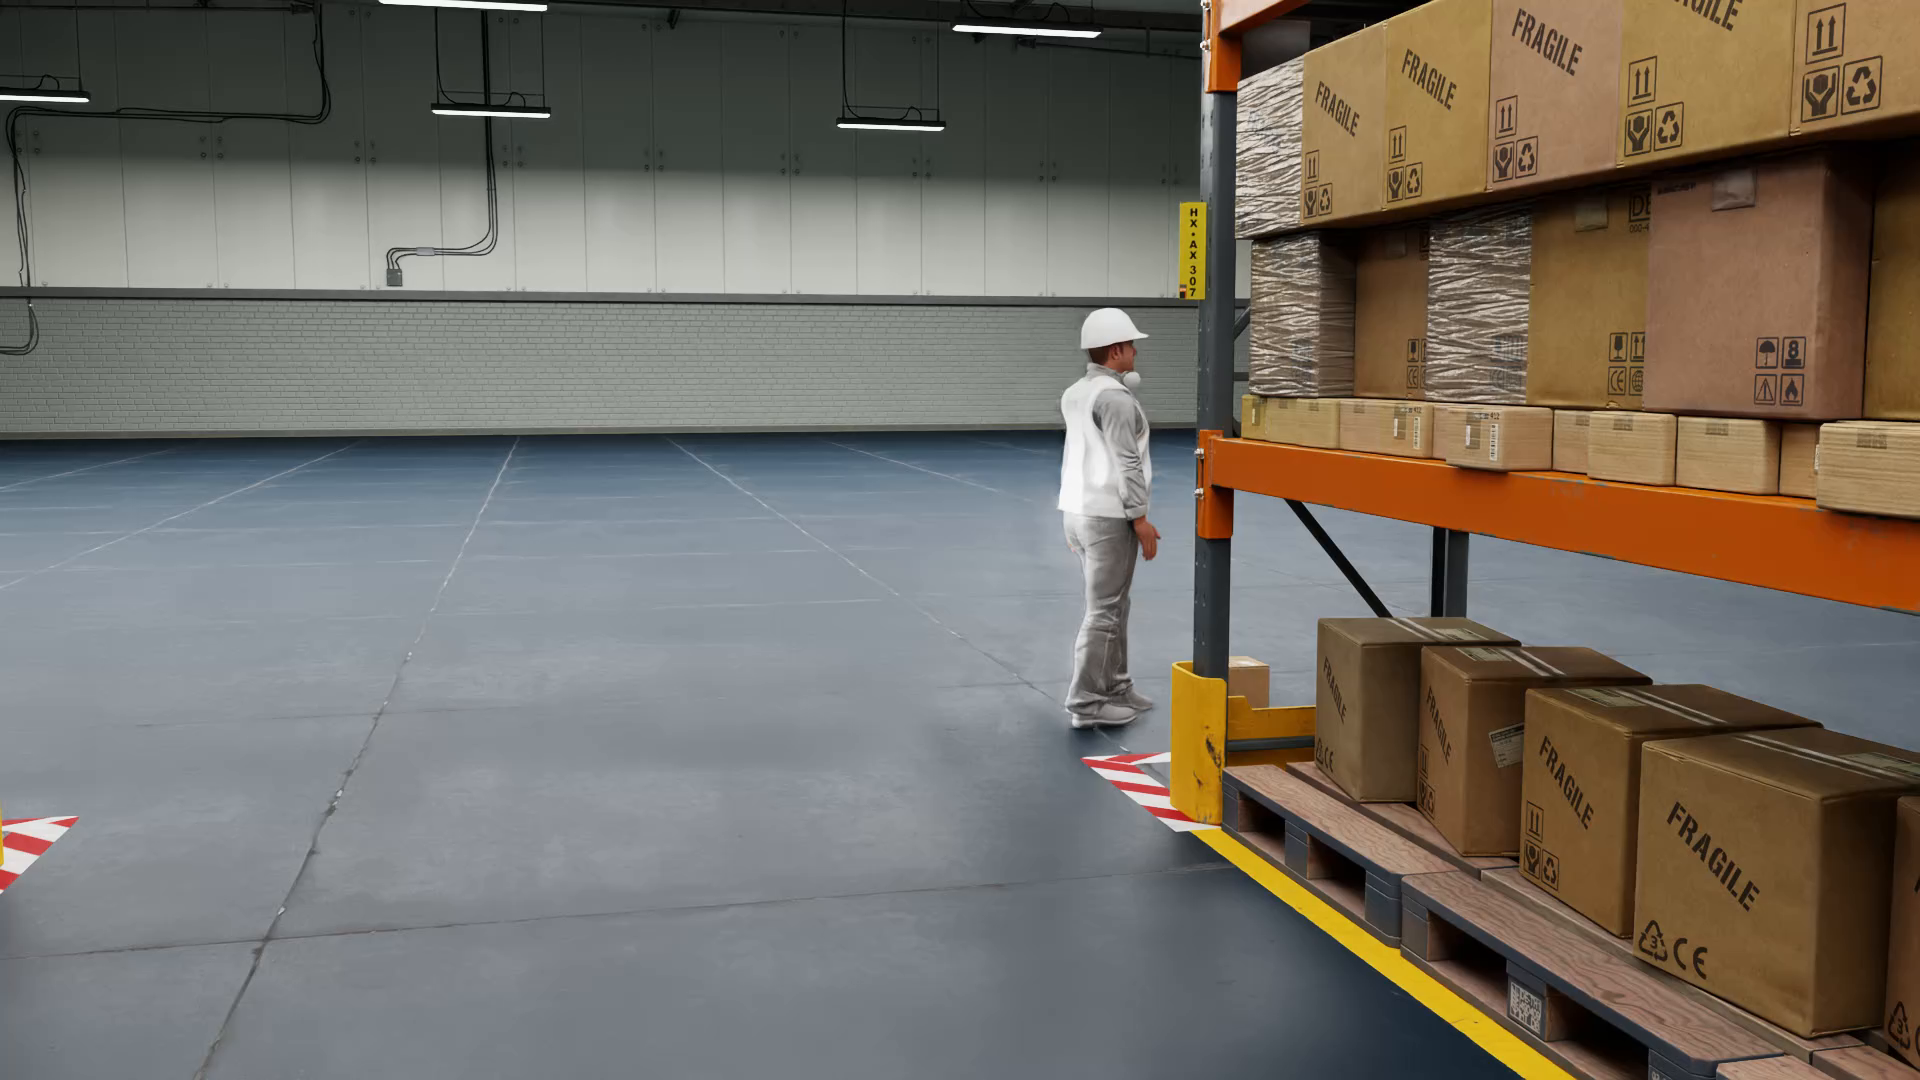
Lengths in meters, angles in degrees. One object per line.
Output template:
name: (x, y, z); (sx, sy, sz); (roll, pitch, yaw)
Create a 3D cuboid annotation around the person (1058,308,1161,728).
person: (0.687, -0.093, 7.151); (0.550, 1.787, 0.566); (-2, 6, -18)
